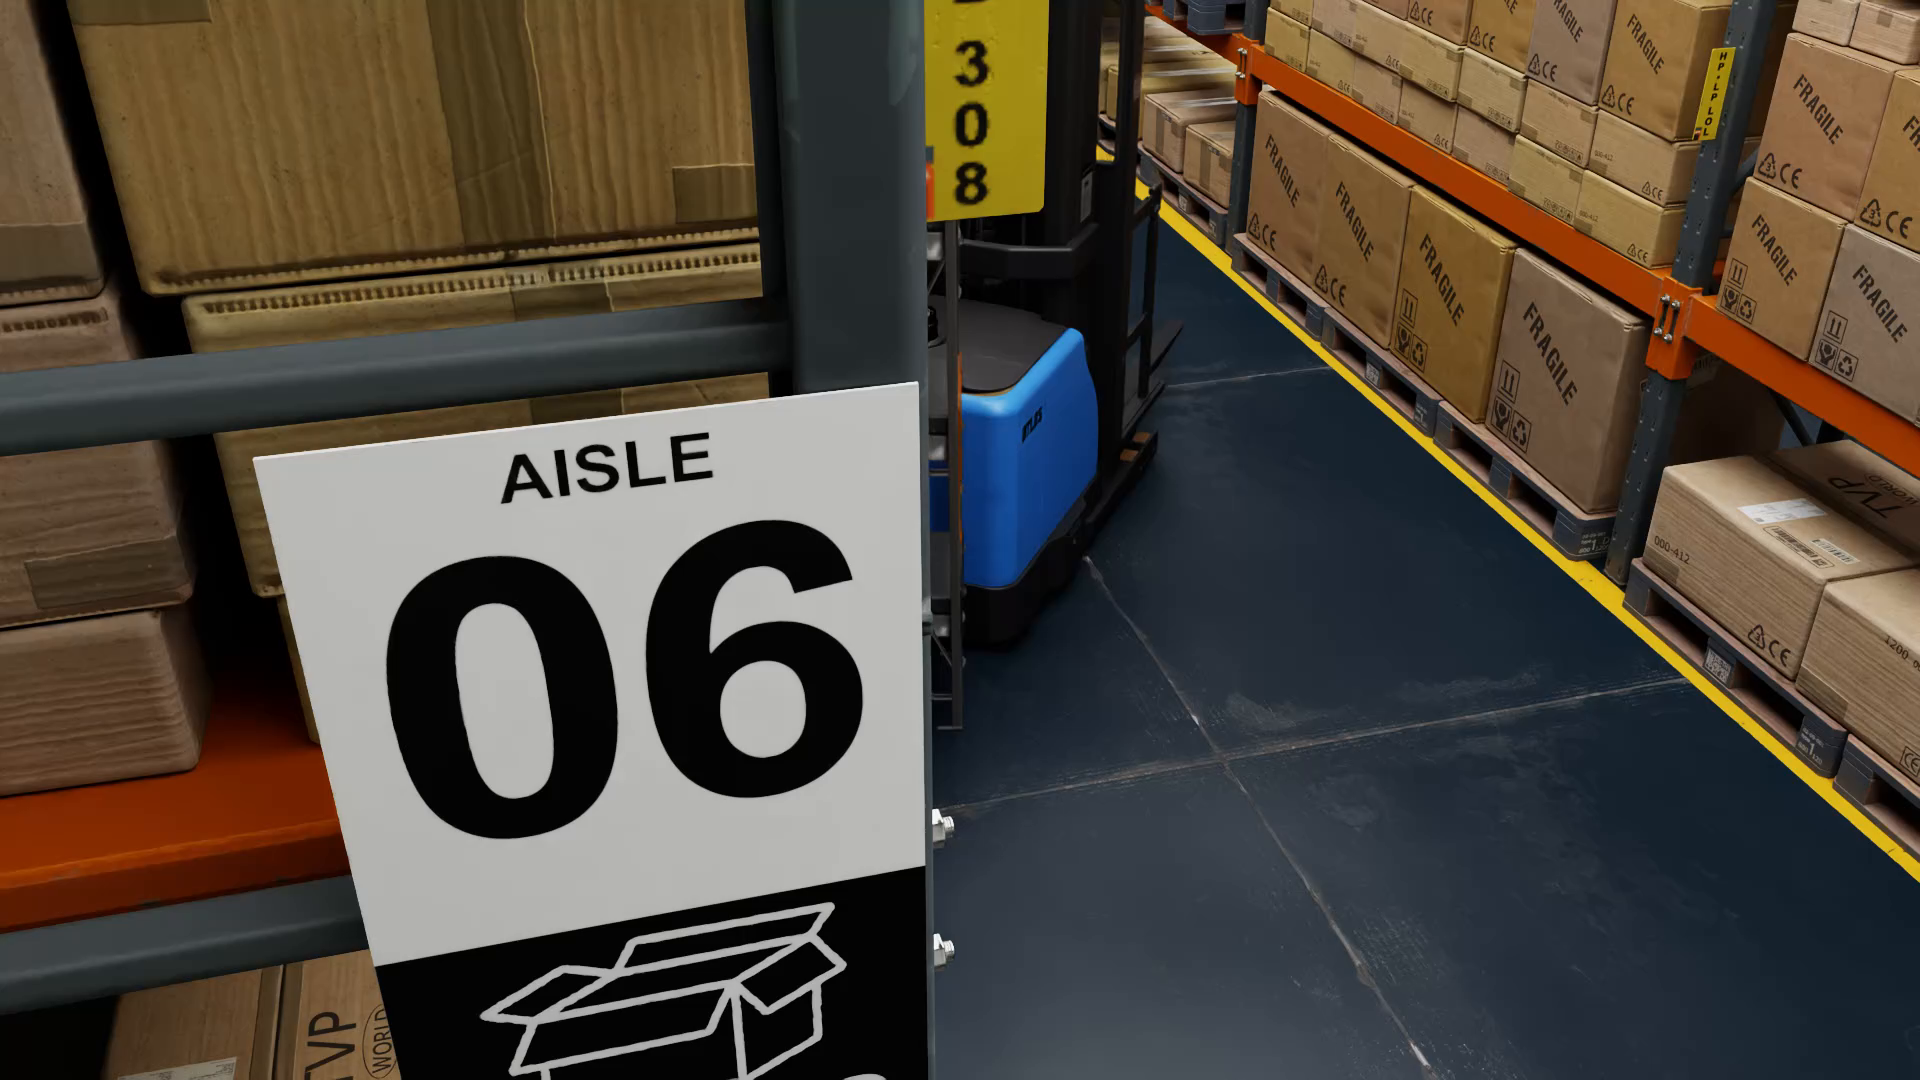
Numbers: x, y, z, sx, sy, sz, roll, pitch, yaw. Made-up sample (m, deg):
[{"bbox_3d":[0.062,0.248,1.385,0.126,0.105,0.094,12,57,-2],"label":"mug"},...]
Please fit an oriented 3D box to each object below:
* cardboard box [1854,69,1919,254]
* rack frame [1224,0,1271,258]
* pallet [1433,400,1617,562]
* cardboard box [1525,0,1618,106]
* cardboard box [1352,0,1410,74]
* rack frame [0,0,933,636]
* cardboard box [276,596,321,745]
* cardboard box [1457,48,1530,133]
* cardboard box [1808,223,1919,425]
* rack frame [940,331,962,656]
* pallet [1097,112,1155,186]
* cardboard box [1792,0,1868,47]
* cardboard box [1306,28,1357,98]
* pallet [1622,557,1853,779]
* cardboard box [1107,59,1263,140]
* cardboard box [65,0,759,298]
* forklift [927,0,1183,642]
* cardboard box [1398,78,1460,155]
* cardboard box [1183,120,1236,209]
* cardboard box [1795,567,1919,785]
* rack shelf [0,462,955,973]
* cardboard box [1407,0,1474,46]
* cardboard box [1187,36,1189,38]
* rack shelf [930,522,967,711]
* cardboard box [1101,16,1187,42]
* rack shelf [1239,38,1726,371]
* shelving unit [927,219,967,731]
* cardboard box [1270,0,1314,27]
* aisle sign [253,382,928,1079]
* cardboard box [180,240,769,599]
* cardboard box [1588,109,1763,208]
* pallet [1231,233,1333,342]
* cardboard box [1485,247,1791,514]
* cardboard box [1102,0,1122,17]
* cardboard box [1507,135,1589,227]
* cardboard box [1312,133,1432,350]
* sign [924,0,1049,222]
[{"bbox_3d":[3.226,-1.164,5.168,0.500,0.500,0.500,-8,31,-14],"label":"cardboard box"},{"bbox_3d":[2.144,-3.126,9.657,1.000,3.000,0.127,-8,31,-13],"label":"rack frame"},{"bbox_3d":[2.928,-0.350,7.644,1.003,0.211,1.213,-8,31,-13],"label":"pallet"},{"bbox_3d":[2.700,-2.102,6.789,0.500,0.500,0.500,-7,31,-12],"label":"cardboard box"},{"bbox_3d":[2.297,-2.508,8.240,0.500,0.250,0.500,-8,31,-13],"label":"cardboard box"},{"bbox_3d":[-0.517,-1.197,0.335,1.000,3.000,0.127,-8,31,-13],"label":"rack frame"},{"bbox_3d":[-0.378,0.025,1.469,0.380,0.149,0.250,-7,31,-12],"label":"cardboard box"},{"bbox_3d":[2.571,-2.016,7.390,0.500,0.250,0.500,-7,31,-12],"label":"cardboard box"},{"bbox_3d":[3.207,-0.733,5.422,0.500,0.500,0.500,-8,31,-13],"label":"cardboard box"},{"bbox_3d":[-0.199,-0.463,5.948,0.400,2.100,0.015,0,30,1],"label":"rack frame"},{"bbox_3d":[1.618,-2.885,12.024,1.003,0.211,1.213,-8,31,-13],"label":"pallet"},{"bbox_3d":[3.039,-1.764,5.558,0.380,0.149,0.250,-8,31,-14],"label":"cardboard box"},{"bbox_3d":[2.184,-2.546,8.804,0.500,0.250,0.500,-9,31,-15],"label":"cardboard box"},{"bbox_3d":[3.332,0.390,6.365,1.003,0.211,1.213,-8,31,-13],"label":"pallet"},{"bbox_3d":[1.604,-3.167,11.932,0.950,0.372,0.625,-7,31,-12],"label":"cardboard box"},{"bbox_3d":[-0.393,-0.427,1.353,0.500,0.250,0.500,-8,31,-14],"label":"cardboard box"},{"bbox_3d":[0.288,-1.596,7.081,1.130,2.935,3.031,12,32,19],"label":"forklift"},{"bbox_3d":[2.452,-2.054,7.954,0.500,0.250,0.500,-8,31,-13],"label":"cardboard box"},{"bbox_3d":[2.003,-2.445,10.684,0.950,0.372,0.625,-10,32,-17],"label":"cardboard box"},{"bbox_3d":[3.507,0.482,5.561,0.875,0.438,0.875,-9,31,-15],"label":"cardboard box"},{"bbox_3d":[-1.048,-0.554,2.936,1.077,0.370,4.000,-8,31,-13],"label":"rack shelf"},{"bbox_3d":[2.433,-2.597,7.645,0.500,0.500,0.500,-7,31,-12],"label":"cardboard box"},{"bbox_3d":[2.110,-4.676,14.827,0.500,0.500,0.500,13,32,21],"label":"cardboard box"},{"bbox_3d":[-0.193,0.277,6.094,0.431,0.518,0.480,0,30,1],"label":"rack shelf"},{"bbox_3d":[1.224,-3.850,13.111,0.950,0.372,0.625,-7,31,-13],"label":"cardboard box"},{"bbox_3d":[2.675,-1.849,8.168,1.077,0.370,4.000,-8,31,-13],"label":"rack shelf"},{"bbox_3d":[-0.201,-0.340,5.737,0.431,2.100,0.503,0,30,1],"label":"shelving unit"},{"bbox_3d":[2.040,-3.000,9.090,0.500,0.250,0.500,-8,31,-14],"label":"cardboard box"},{"bbox_3d":[-0.216,0.268,1.198,0.394,0.787,0.004,-8,31,-13],"label":"aisle sign"},{"bbox_3d":[-0.372,-0.213,1.483,0.500,0.250,0.500,-8,31,-14],"label":"cardboard box"},{"bbox_3d":[2.854,-1.527,6.544,0.500,0.250,0.500,-8,31,-13],"label":"cardboard box"},{"bbox_3d":[2.280,-1.529,9.680,1.003,0.211,1.213,-8,31,-13],"label":"pallet"},{"bbox_3d":[2.964,-0.745,7.245,0.875,0.875,0.875,-7,31,-12],"label":"cardboard box"},{"bbox_3d":[1.186,-4.695,13.945,0.500,0.500,0.500,-6,31,-11],"label":"cardboard box"},{"bbox_3d":[2.709,-1.559,7.099,0.500,0.250,0.500,-8,31,-14],"label":"cardboard box"},{"bbox_3d":[2.480,-1.613,8.743,0.875,0.875,0.875,-7,31,-13],"label":"cardboard box"},{"bbox_3d":[0.006,-0.349,0.993,0.100,0.325,0.005,-8,31,-13],"label":"sign"}]
